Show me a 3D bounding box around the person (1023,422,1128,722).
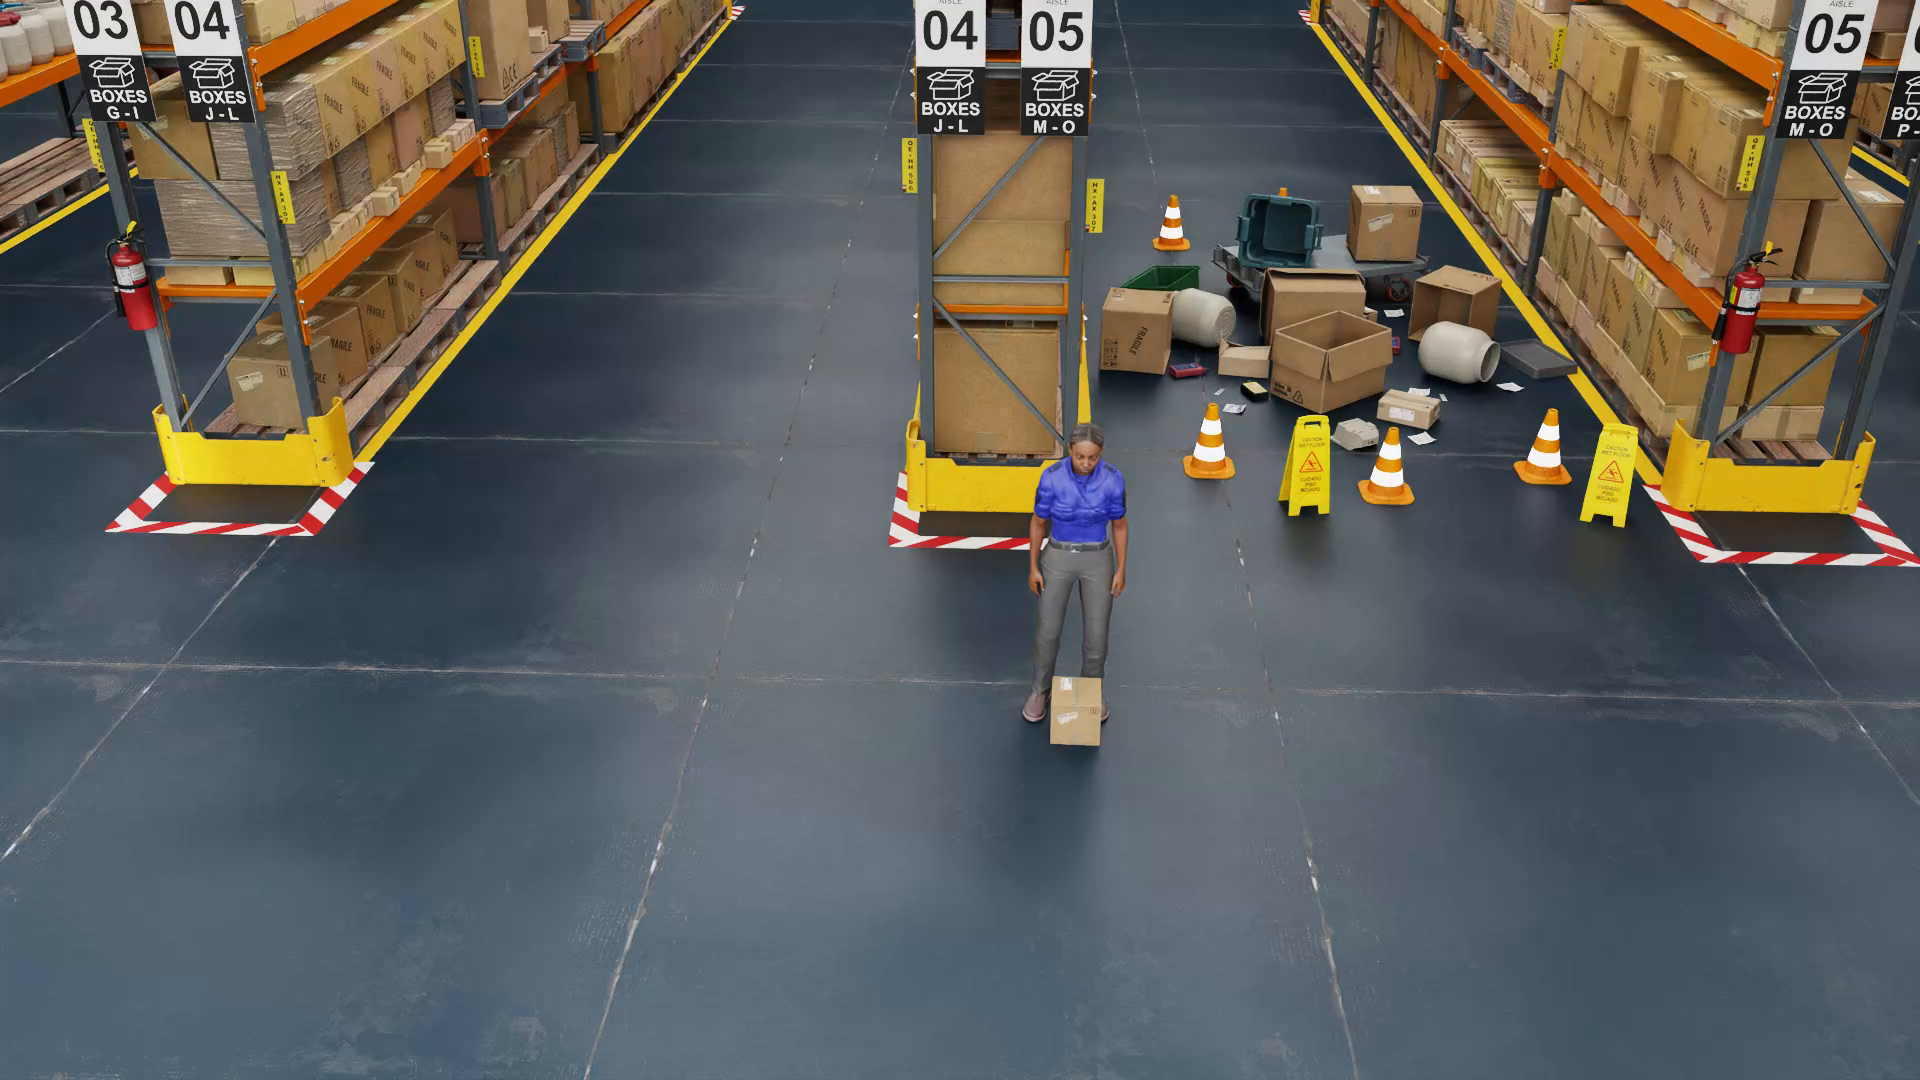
[{"bbox_3d":[0.584,0.144,8.358,0.507,1.655,0.347,1,28,2],"label":"person"}]
